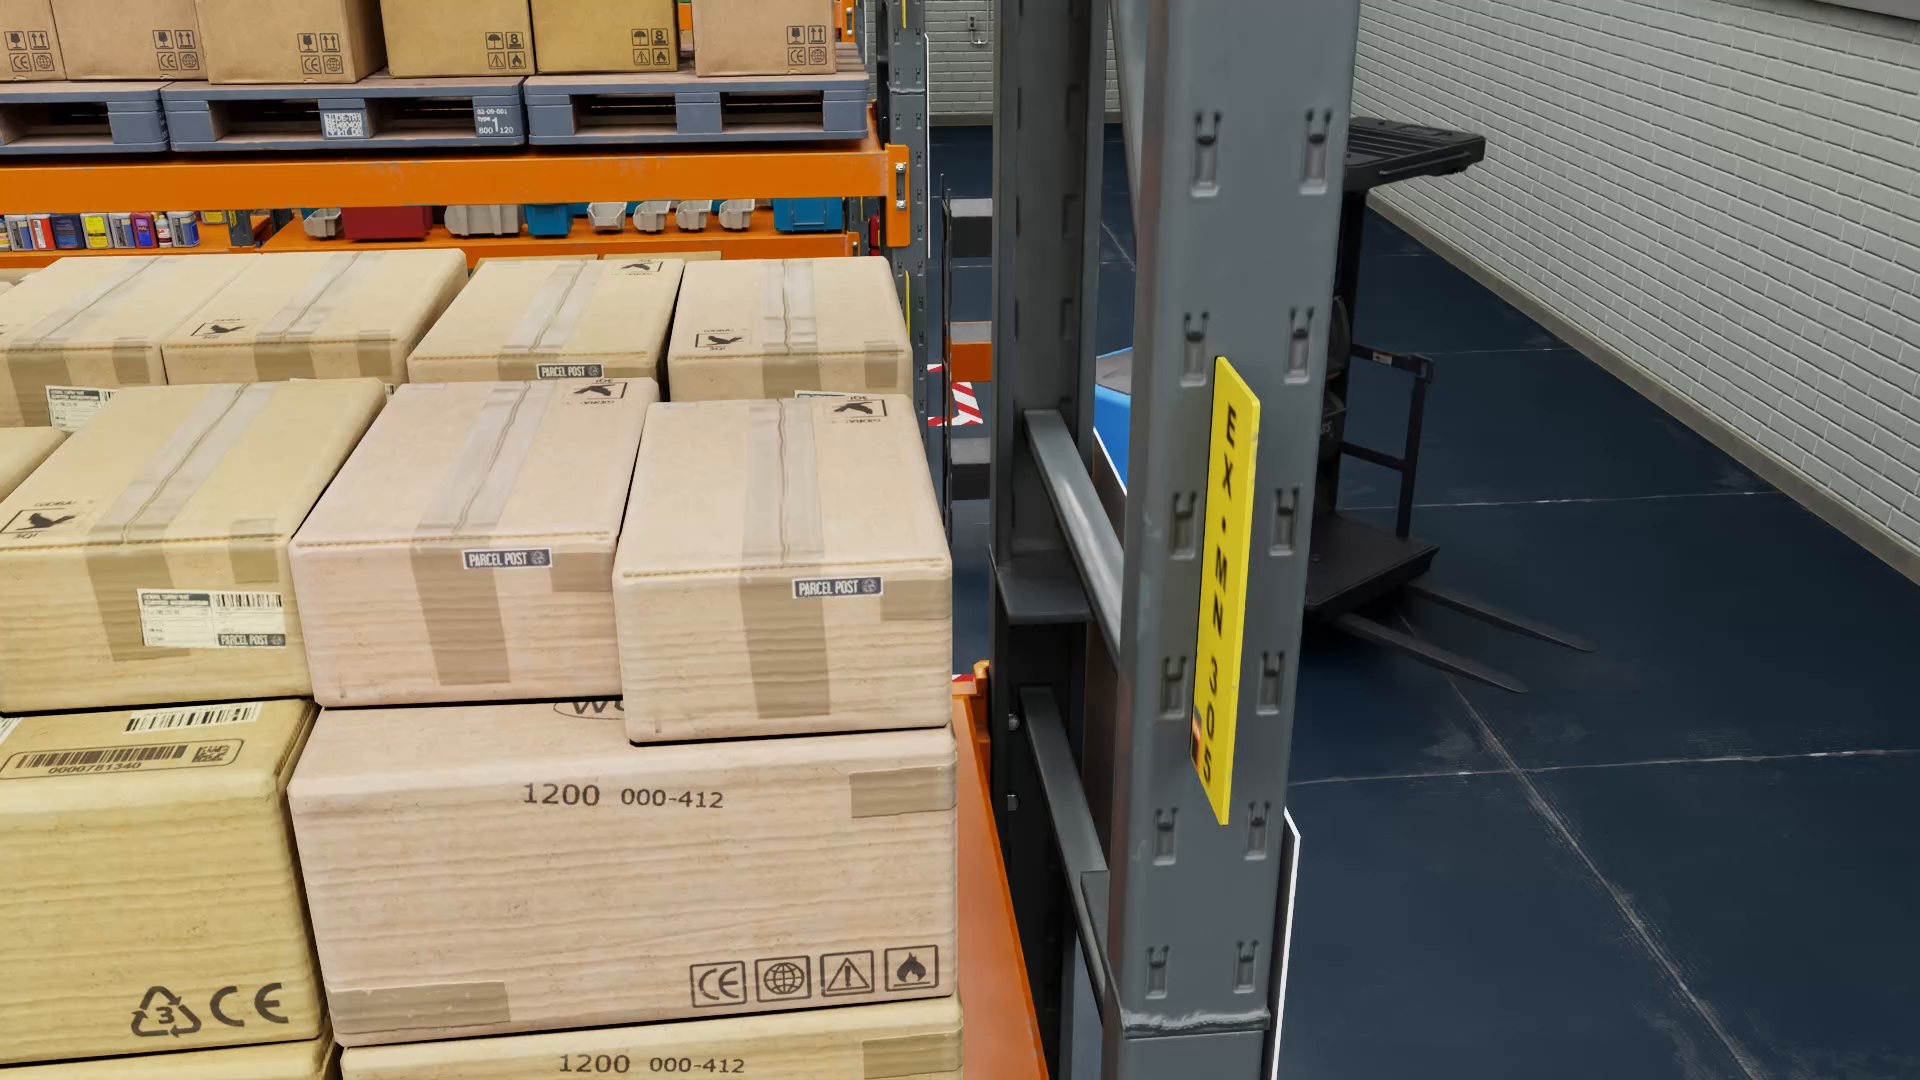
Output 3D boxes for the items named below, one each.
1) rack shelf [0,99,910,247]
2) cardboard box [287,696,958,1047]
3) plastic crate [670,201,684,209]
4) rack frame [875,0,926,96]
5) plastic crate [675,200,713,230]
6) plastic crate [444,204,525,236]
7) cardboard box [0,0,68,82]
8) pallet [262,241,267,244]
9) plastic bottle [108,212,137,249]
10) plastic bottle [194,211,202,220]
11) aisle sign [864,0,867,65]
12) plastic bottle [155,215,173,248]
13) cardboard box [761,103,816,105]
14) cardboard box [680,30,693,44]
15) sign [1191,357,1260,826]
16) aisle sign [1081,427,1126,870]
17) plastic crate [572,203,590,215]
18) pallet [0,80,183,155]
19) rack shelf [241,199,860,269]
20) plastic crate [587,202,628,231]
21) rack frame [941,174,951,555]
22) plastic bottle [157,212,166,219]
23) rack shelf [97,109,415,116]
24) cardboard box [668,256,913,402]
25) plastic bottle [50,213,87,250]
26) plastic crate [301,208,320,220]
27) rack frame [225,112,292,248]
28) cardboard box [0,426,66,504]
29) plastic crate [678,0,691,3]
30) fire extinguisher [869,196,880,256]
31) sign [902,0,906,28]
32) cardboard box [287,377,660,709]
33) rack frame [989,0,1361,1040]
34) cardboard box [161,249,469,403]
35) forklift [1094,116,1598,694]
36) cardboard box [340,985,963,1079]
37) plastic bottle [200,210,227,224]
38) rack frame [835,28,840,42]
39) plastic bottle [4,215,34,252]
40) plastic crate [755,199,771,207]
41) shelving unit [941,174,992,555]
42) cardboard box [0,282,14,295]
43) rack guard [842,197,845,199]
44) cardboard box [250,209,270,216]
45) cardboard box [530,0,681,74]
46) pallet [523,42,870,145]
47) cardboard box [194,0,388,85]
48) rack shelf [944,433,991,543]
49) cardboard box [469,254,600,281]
[{"bbox_3d":[-2.225,-1.381,6.357,4.000,0.370,1.077,-2,24,-5],"label":"rack shelf"},{"bbox_3d":[-0.281,0.181,1.527,0.500,0.250,0.500,-3,24,-7],"label":"cardboard box"},{"bbox_3d":[-2.002,-2.445,11.808,0.298,0.136,0.250,-2,24,-5],"label":"plastic crate"},{"bbox_3d":[-0.235,-3.160,5.781,0.127,3.000,1.000,-2,24,-5],"label":"rack frame"},{"bbox_3d":[-1.805,-2.216,11.294,0.243,0.136,0.396,-2,24,-5],"label":"plastic crate"},{"bbox_3d":[-3.165,-2.221,11.126,0.530,0.282,0.437,-2,24,-5],"label":"plastic crate"},{"bbox_3d":[-3.443,-1.969,6.030,0.500,0.500,0.700,-4,24,-8],"label":"cardboard box"},{"bbox_3d":[-5.991,-2.941,16.108,1.213,0.211,1.003,-2,24,-5],"label":"pallet"},{"bbox_3d":[-5.426,-2.044,10.807,0.135,0.276,0.152,-2,24,-5],"label":"plastic bottle"},{"bbox_3d":[-5.242,-2.360,11.511,0.133,0.283,0.061,-2,24,-5],"label":"plastic bottle"},{"bbox_3d":[-0.621,-3.493,10.716,0.004,0.787,0.394,-2,24,-5],"label":"aisle sign"},{"bbox_3d":[-5.175,-2.008,10.820,0.097,0.201,0.097,0,24,0],"label":"plastic bottle"},{"bbox_3d":[-1.624,-4.341,15.700,0.500,0.500,0.500,-2,24,-4],"label":"cardboard box"},{"bbox_3d":[-2.639,-4.754,15.398,0.500,0.500,0.500,-2,24,-4],"label":"cardboard box"},{"bbox_3d":[0.187,0.040,1.184,0.005,0.325,0.100,-2,24,-5],"label":"sign"},{"bbox_3d":[0.195,0.278,2.231,0.004,0.787,0.394,-2,24,-5],"label":"aisle sign"},{"bbox_3d":[-2.609,-2.430,11.657,0.300,0.233,0.416,-2,24,-5],"label":"plastic crate"},{"bbox_3d":[-3.400,-1.618,6.113,1.213,0.211,1.003,-2,24,-5],"label":"pallet"},{"bbox_3d":[-2.712,-2.012,11.470,4.000,0.370,1.077,-2,24,-5],"label":"rack shelf"},{"bbox_3d":[-2.373,-2.176,11.203,0.250,0.136,0.298,-2,24,-5],"label":"plastic crate"},{"bbox_3d":[-0.078,-0.956,9.316,0.015,2.100,0.400,-2,24,-5],"label":"rack frame"},{"bbox_3d":[-5.565,-2.325,11.441,0.135,0.276,0.152,-2,24,-5],"label":"plastic bottle"},{"bbox_3d":[-7.176,-3.855,15.615,4.000,0.370,1.077,-2,24,-5],"label":"rack shelf"},{"bbox_3d":[-0.193,-0.202,1.897,0.250,0.149,0.380,-2,24,-6],"label":"cardboard box"},{"bbox_3d":[-5.769,-2.062,10.757,0.185,0.351,0.144,-2,24,-5],"label":"plastic bottle"},{"bbox_3d":[-4.271,-2.438,11.487,0.575,0.384,0.392,-2,24,-5],"label":"plastic crate"},{"bbox_3d":[-4.702,-2.261,11.144,0.127,3.000,1.000,-2,24,-5],"label":"rack frame"},{"bbox_3d":[-0.912,0.044,1.342,0.250,0.149,0.380,-2,24,-4],"label":"cardboard box"},{"bbox_3d":[-1.675,-3.540,10.589,0.336,0.188,0.450,-2,24,-5],"label":"plastic crate"},{"bbox_3d":[-0.527,-2.037,11.195,0.183,0.674,0.296,-2,24,-5],"label":"fire extinguisher"},{"bbox_3d":[-0.195,-1.938,5.732,0.005,0.325,0.100,-2,24,-5],"label":"sign"},{"bbox_3d":[-0.403,-0.012,1.469,0.250,0.149,0.380,-2,24,-4],"label":"cardboard box"},{"bbox_3d":[0.152,-1.151,1.261,0.127,3.000,1.000,-2,24,-5],"label":"rack frame"},{"bbox_3d":[-0.725,-0.218,1.932,0.250,0.149,0.380,-2,24,-5],"label":"cardboard box"},{"bbox_3d":[1.825,-0.981,8.348,1.130,2.935,3.031,-20,31,-38],"label":"forklift"},{"bbox_3d":[-0.275,0.413,1.620,0.500,0.250,0.500,-3,24,-6],"label":"cardboard box"},{"bbox_3d":[-5.125,-2.354,11.414,0.185,0.351,0.144,-2,24,-5],"label":"plastic bottle"},{"bbox_3d":[-1.205,-4.423,16.008,0.127,3.000,1.000,-2,24,-5],"label":"rack frame"},{"bbox_3d":[-6.062,-2.018,10.750,0.135,0.276,0.152,-2,24,-5],"label":"plastic bottle"},{"bbox_3d":[-1.327,-2.472,11.869,0.298,0.136,0.250,-2,24,-5],"label":"plastic crate"},{"bbox_3d":[0.165,-0.966,9.338,0.503,2.100,0.431,-2,24,-5],"label":"shelving unit"},{"bbox_3d":[-1.213,-0.155,1.792,0.250,0.149,0.380,-2,24,-4],"label":"cardboard box"},{"bbox_3d":[-1.280,-3.278,16.509,0.348,0.500,1.175,-2,24,-5],"label":"rack guard"},{"bbox_3d":[-6.640,-3.151,15.681,0.500,0.500,0.500,-2,24,-4],"label":"cardboard box"},{"bbox_3d":[-1.319,-2.057,6.228,0.500,0.500,0.700,-3,24,-7],"label":"cardboard box"},{"bbox_3d":[-0.972,-1.715,6.332,1.213,0.211,1.003,-2,24,-5],"label":"pallet"},{"bbox_3d":[-2.373,-1.952,5.992,0.500,0.500,0.700,-1,24,-3],"label":"cardboard box"},{"bbox_3d":[0.165,-0.314,9.628,0.480,0.518,0.431,-2,24,-5],"label":"rack shelf"},{"bbox_3d":[-1.752,-0.876,6.923,0.500,0.500,0.500,-3,24,-7],"label":"cardboard box"}]
